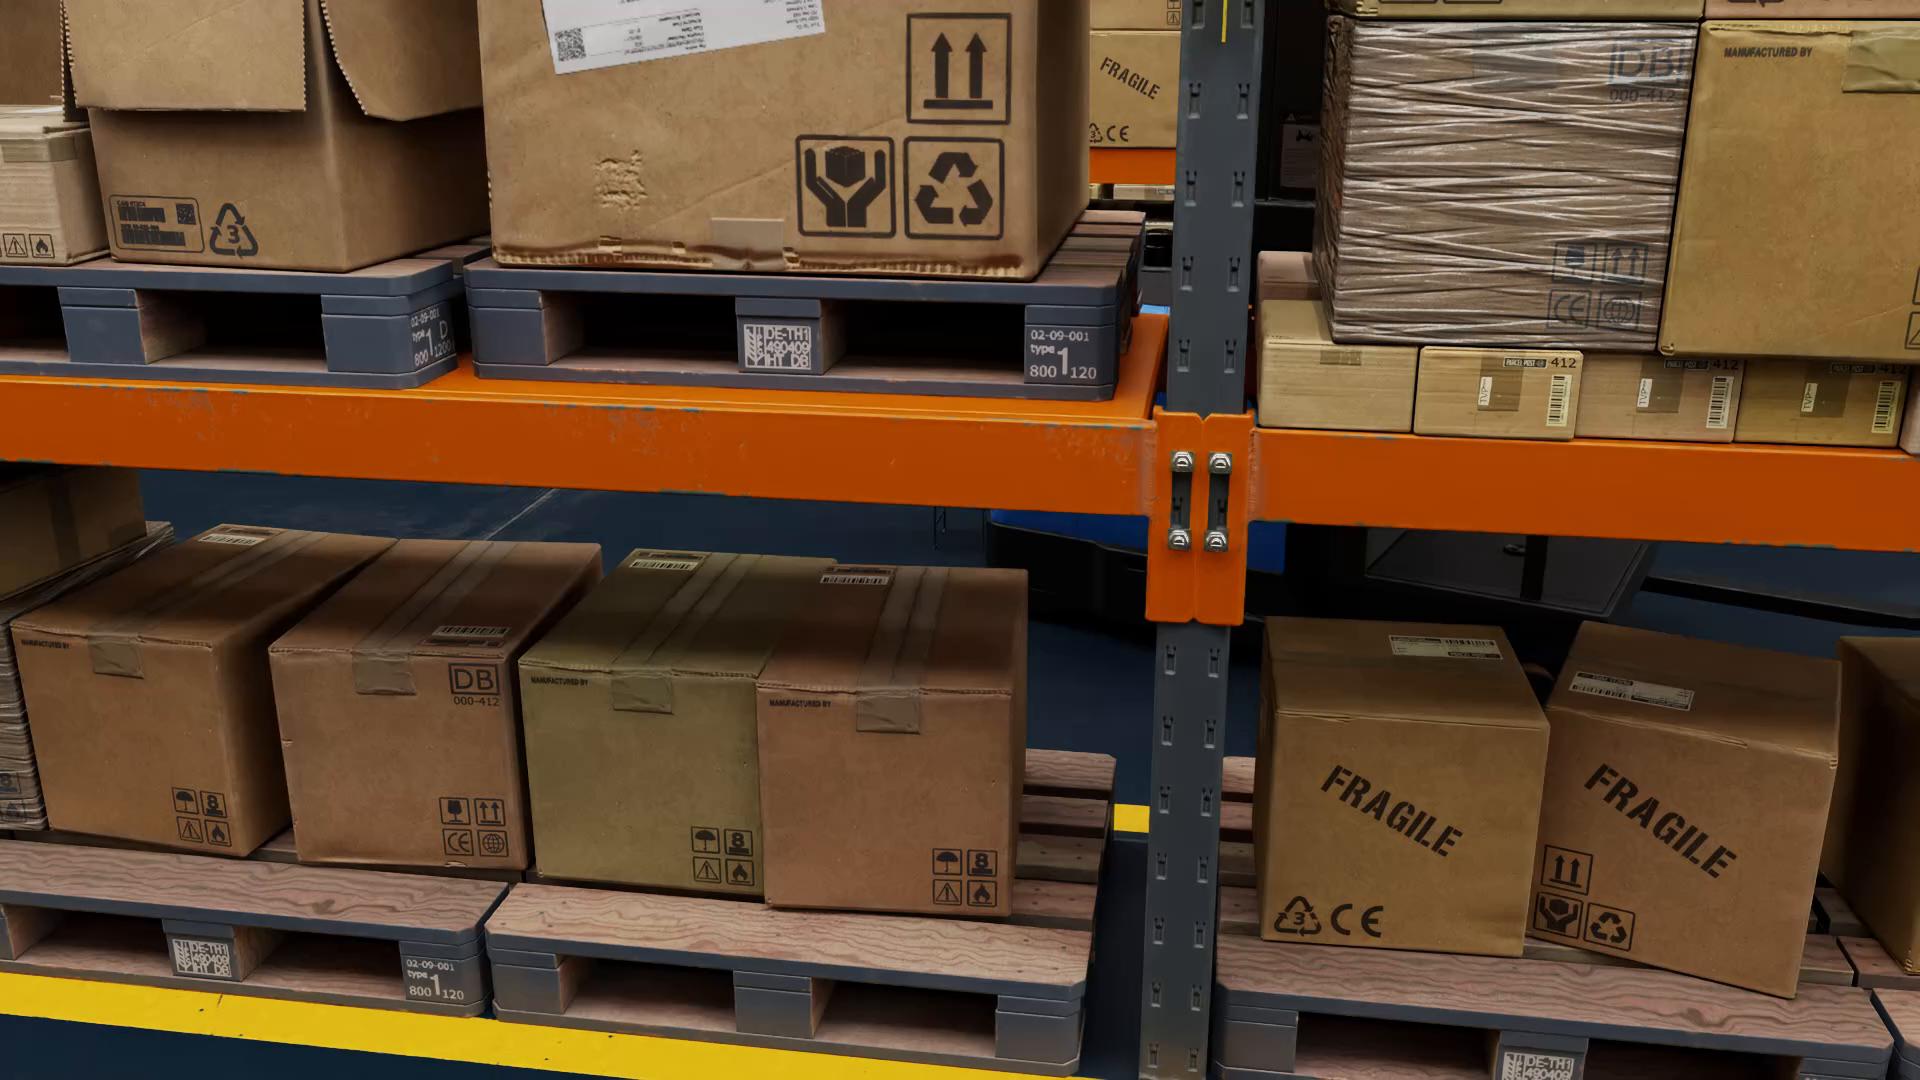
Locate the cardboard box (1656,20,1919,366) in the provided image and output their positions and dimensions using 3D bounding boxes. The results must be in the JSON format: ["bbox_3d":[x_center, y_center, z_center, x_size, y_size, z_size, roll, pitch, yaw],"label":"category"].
[{"bbox_3d":[1.406,-0.643,2.871,0.500,0.500,0.875,3,19,9],"label":"cardboard box"}]

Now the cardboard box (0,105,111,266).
[{"bbox_3d":[-1.848,-0.706,3.259,0.500,0.250,0.500,2,19,7],"label":"cardboard box"}]

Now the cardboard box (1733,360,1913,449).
[{"bbox_3d":[1.392,-0.278,2.804,0.250,0.149,0.380,3,19,9],"label":"cardboard box"}]

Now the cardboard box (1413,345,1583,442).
[{"bbox_3d":[0.893,-0.292,2.844,0.250,0.149,0.380,3,19,9],"label":"cardboard box"}]

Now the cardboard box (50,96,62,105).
[{"bbox_3d":[-1.777,-0.870,3.726,0.258,0.266,0.396,2,19,7],"label":"cardboard box"}]

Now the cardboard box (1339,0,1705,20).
[{"bbox_3d":[0.887,-1.093,2.641,0.500,0.500,0.500,3,19,9],"label":"cardboard box"}]

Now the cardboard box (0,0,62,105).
[{"bbox_3d":[-2.359,-0.969,3.653,0.500,0.500,0.700,6,19,17],"label":"cardboard box"}]

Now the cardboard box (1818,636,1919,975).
[{"bbox_3d":[2.064,0.519,3.302,0.500,0.500,0.500,1,19,4],"label":"cardboard box"}]

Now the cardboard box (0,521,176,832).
[{"bbox_3d":[-2.252,0.294,3.943,0.500,0.500,0.700,1,19,4],"label":"cardboard box"}]

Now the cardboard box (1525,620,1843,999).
[{"bbox_3d":[1.439,0.513,3.321,0.500,0.500,0.500,9,21,26],"label":"cardboard box"}]

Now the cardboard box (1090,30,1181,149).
[{"bbox_3d":[0.812,-2.071,7.609,0.500,0.500,0.500,3,19,8],"label":"cardboard box"}]

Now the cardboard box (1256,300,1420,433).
[{"bbox_3d":[0.648,-0.309,2.894,0.250,0.149,0.380,3,19,9],"label":"cardboard box"}]

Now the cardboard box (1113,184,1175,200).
[{"bbox_3d":[1.537,-2.616,12.874,0.625,0.372,0.950,3,19,9],"label":"cardboard box"}]

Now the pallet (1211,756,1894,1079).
[{"bbox_3d":[1.152,0.812,3.543,1.213,0.211,1.003,3,19,9],"label":"pallet"}]

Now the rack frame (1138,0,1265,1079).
[{"bbox_3d":[0.483,-0.533,3.168,0.127,3.000,1.000,3,19,9],"label":"rack frame"}]

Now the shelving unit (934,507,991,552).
[{"bbox_3d":[0.014,-0.568,6.111,0.189,1.200,0.258,3,19,9],"label":"shelving unit"}]

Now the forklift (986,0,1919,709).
[{"bbox_3d":[1.623,-1.063,4.861,3.031,2.935,1.130,10,21,28],"label":"forklift"}]

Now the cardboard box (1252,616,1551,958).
[{"bbox_3d":[0.872,0.486,3.400,0.500,0.500,0.500,2,19,7],"label":"cardboard box"}]

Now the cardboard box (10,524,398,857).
[{"bbox_3d":[-1.691,0.320,3.864,0.500,0.500,0.700,5,19,13],"label":"cardboard box"}]

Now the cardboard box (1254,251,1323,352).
[{"bbox_3d":[0.742,-0.495,3.451,0.250,0.149,0.380,3,19,9],"label":"cardboard box"}]

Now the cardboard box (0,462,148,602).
[{"bbox_3d":[-2.274,-0.065,3.835,0.500,0.250,0.500,5,19,15],"label":"cardboard box"}]

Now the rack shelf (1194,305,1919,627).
[{"bbox_3d":[2.458,-0.091,2.981,4.000,0.370,1.077,3,19,9],"label":"rack shelf"}]

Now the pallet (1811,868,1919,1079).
[{"bbox_3d":[2.360,0.873,3.361,1.213,0.211,1.003,3,19,9],"label":"pallet"}]

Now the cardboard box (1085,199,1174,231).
[{"bbox_3d":[0.743,-1.217,8.096,0.750,0.750,1.050,3,19,8],"label":"cardboard box"}]

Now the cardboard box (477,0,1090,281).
[{"bbox_3d":[-0.279,-1.100,3.257,1.000,1.000,1.000,3,19,9],"label":"cardboard box"}]

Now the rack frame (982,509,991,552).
[{"bbox_3d":[0.105,-0.564,6.097,0.006,1.200,0.240,3,19,9],"label":"rack frame"}]

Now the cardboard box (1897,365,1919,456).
[{"bbox_3d":[1.633,-0.253,2.728,0.250,0.149,0.380,3,19,9],"label":"cardboard box"}]

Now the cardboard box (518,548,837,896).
[{"bbox_3d":[-0.587,0.376,3.697,0.500,0.500,0.700,3,19,8],"label":"cardboard box"}]

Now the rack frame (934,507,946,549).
[{"bbox_3d":[-0.076,-0.573,6.124,0.006,1.200,0.240,3,19,9],"label":"rack frame"}]

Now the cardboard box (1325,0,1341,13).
[{"bbox_3d":[0.971,-1.259,3.136,0.500,0.500,0.500,3,19,9],"label":"cardboard box"}]

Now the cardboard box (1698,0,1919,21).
[{"bbox_3d":[1.381,-1.068,2.567,0.500,0.500,0.500,3,19,9],"label":"cardboard box"}]

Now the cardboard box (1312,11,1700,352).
[{"bbox_3d":[0.918,-0.679,2.979,0.500,0.500,0.875,3,19,9],"label":"cardboard box"}]

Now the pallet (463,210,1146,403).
[{"bbox_3d":[-0.248,-0.526,3.450,1.213,0.211,1.003,3,19,9],"label":"pallet"}]

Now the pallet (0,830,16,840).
[{"bbox_3d":[-2.695,0.628,4.093,1.213,0.211,1.003,3,19,9],"label":"pallet"}]

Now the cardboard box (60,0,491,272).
[{"bbox_3d":[-1.243,-0.839,3.259,0.637,0.503,0.797,5,19,14],"label":"cardboard box"}]

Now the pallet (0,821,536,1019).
[{"bbox_3d":[-1.494,0.690,3.908,1.213,0.211,1.003,3,19,9],"label":"pallet"}]

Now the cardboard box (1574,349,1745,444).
[{"bbox_3d":[1.144,-0.288,2.832,0.250,0.149,0.380,3,19,9],"label":"cardboard box"}]

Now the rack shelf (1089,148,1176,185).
[{"bbox_3d":[-0.605,-1.841,8.212,4.000,0.370,1.077,3,19,9],"label":"rack shelf"}]

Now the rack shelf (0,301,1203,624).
[{"bbox_3d":[-1.491,-0.292,3.583,4.000,0.370,1.077,3,19,9],"label":"rack shelf"}]

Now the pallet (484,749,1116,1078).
[{"bbox_3d":[-0.286,0.751,3.726,1.213,0.211,1.003,3,19,9],"label":"pallet"}]

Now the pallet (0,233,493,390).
[{"bbox_3d":[-1.505,-0.556,3.541,1.213,0.211,1.003,3,19,9],"label":"pallet"}]

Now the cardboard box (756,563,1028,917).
[{"bbox_3d":[-0.119,0.406,3.607,0.500,0.500,0.700,1,19,4],"label":"cardboard box"}]

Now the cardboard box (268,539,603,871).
[{"bbox_3d":[-1.140,0.348,3.781,0.500,0.500,0.700,1,19,4],"label":"cardboard box"}]

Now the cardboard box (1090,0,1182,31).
[{"bbox_3d":[0.879,-2.626,7.692,0.500,0.500,0.700,3,19,8],"label":"cardboard box"}]

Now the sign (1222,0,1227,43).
[{"bbox_3d":[0.399,-0.908,2.464,0.005,0.325,0.100,3,19,9],"label":"sign"}]

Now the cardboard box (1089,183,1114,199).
[{"bbox_3d":[0.827,-2.651,12.979,0.625,0.372,0.950,4,19,12],"label":"cardboard box"}]
